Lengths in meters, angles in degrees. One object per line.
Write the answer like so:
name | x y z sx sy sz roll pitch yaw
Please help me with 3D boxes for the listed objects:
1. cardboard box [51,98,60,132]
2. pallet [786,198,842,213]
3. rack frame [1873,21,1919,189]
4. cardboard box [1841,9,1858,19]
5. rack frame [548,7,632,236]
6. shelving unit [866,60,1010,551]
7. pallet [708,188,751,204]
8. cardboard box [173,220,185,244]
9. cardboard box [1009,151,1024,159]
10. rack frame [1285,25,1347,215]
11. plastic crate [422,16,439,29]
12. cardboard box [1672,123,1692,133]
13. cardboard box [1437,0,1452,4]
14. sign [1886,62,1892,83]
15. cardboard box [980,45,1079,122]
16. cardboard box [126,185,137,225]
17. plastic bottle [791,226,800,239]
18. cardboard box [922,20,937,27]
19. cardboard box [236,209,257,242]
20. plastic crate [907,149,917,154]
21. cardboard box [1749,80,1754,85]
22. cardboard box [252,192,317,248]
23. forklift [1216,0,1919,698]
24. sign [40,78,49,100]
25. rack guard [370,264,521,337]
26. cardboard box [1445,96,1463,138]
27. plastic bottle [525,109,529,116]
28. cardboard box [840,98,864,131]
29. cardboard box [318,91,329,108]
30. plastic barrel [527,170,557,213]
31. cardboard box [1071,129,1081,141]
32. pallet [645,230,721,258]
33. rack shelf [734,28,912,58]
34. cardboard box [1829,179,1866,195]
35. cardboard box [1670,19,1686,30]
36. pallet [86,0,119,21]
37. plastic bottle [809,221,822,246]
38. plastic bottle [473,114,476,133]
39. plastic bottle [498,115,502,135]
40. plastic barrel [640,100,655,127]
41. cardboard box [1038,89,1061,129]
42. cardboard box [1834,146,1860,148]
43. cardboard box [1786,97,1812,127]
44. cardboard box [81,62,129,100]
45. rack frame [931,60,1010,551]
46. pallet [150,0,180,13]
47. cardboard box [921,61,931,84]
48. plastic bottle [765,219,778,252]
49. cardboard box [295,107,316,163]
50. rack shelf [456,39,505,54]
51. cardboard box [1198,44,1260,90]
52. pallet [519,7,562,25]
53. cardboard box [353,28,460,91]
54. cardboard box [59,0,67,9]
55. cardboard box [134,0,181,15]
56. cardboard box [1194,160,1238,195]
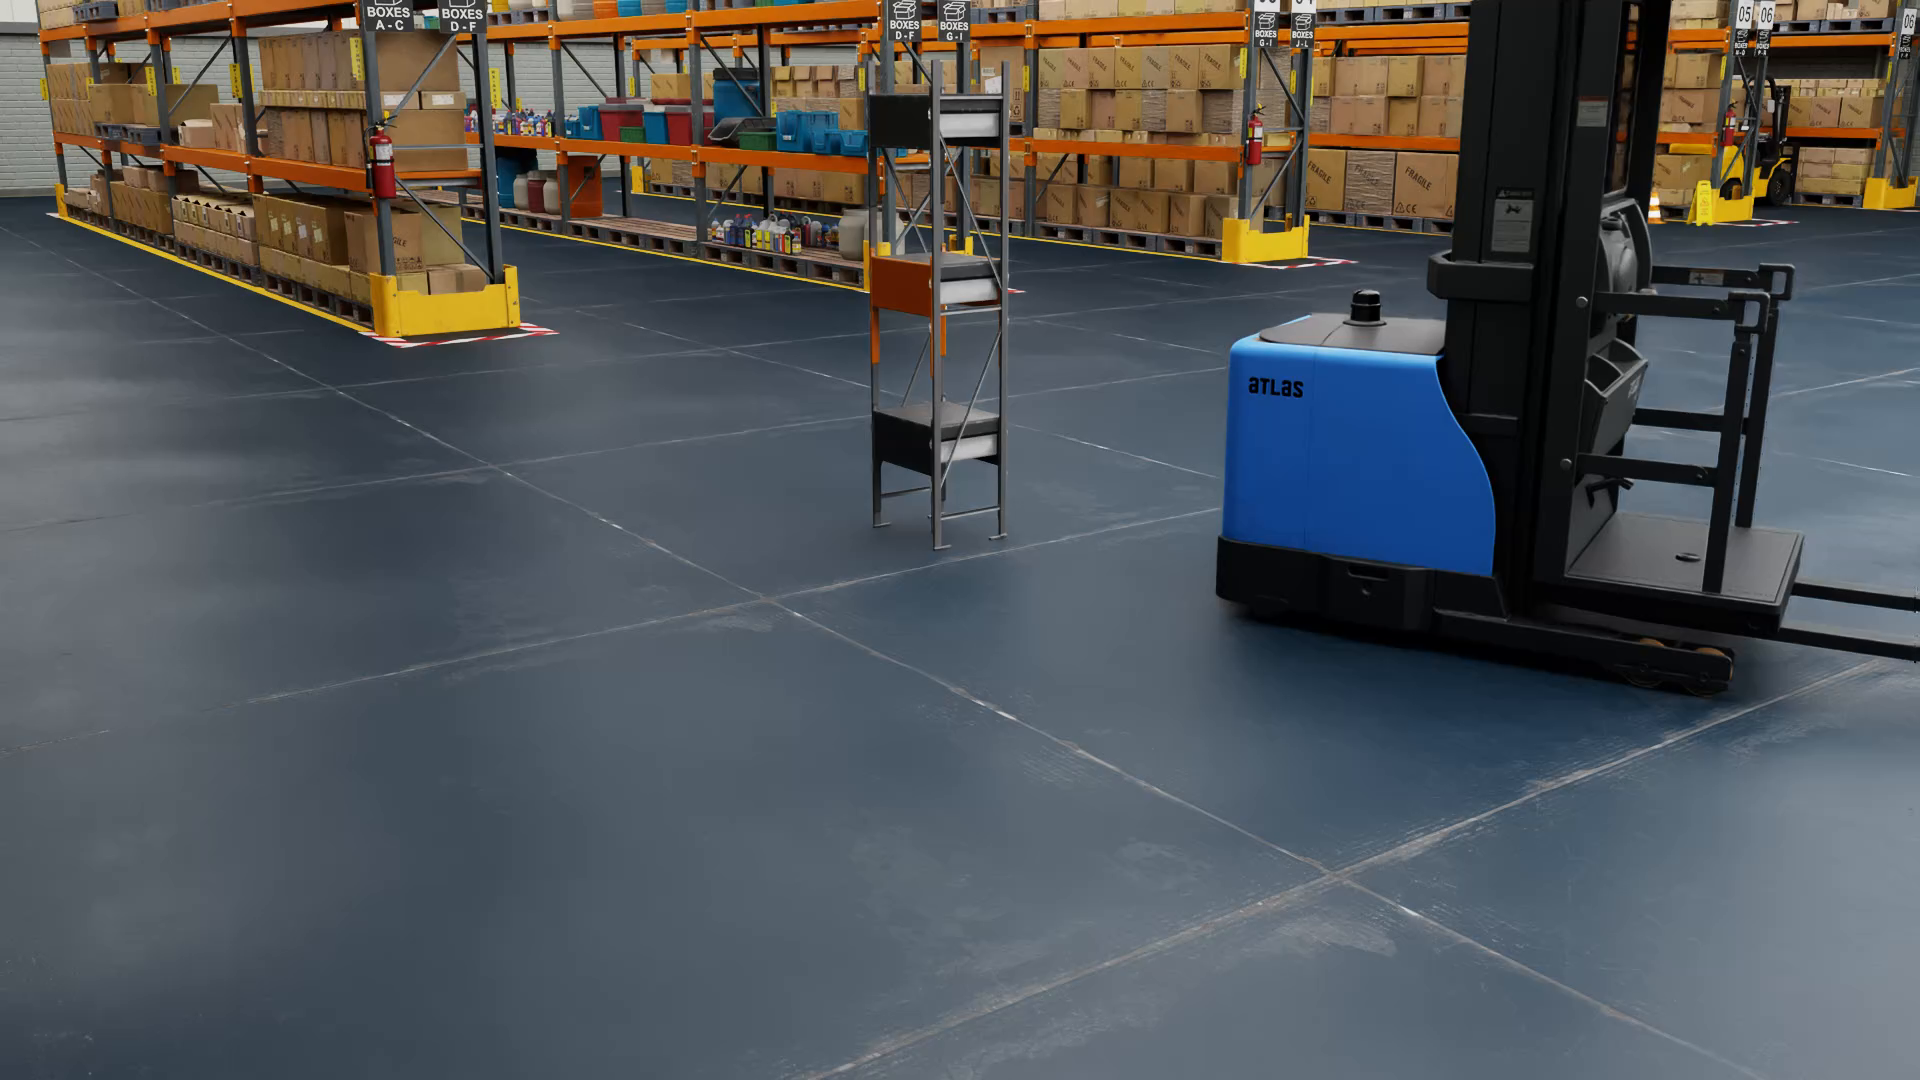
cardboard box | -13.704 -6.565 25.691 0.500 0.500 0.500 -10 18 -33
pallet | -2.148 -5.576 27.550 1.003 0.211 1.213 -11 19 -35
rack frame | 15.700 -7.082 27.770 1.000 3.000 0.127 -11 19 -35
cardboard box | 14.967 -8.788 27.812 0.380 0.149 0.250 -12 19 -36
rack frame | -5.039 -5.712 22.764 1.000 3.000 0.127 -11 19 -35
shelving unit | -0.097 -1.048 7.428 0.431 2.100 0.503 -11 19 -35
pallet | -3.768 -6.165 29.700 1.003 0.211 1.213 -11 19 -35
cardboard box | -8.978 -3.663 19.690 0.500 0.250 0.500 -11 19 -35
cardboard box | 1.223 -7.130 30.463 0.500 0.250 0.500 -10 18 -33
rack frame | 5.391 -6.375 25.186 1.000 3.000 0.127 -11 19 -35
plastic crate | -8.184 -8.077 26.040 0.416 0.233 0.300 -11 19 -35
cardboard box | 11.055 -6.273 25.290 0.380 0.149 0.250 -11 19 -35
cardboard box | 6.674 -7.333 22.496 0.380 0.149 0.250 -11 19 -35
sign | 15.253 -7.674 27.289 0.100 0.325 0.005 -11 19 -35
cardboard box | 0.965 -6.310 23.017 1.000 1.000 1.000 -11 19 -34
cardboard box | -10.702 -4.444 22.031 0.500 0.500 0.500 -11 19 -34
plastic bottle | -1.810 -3.305 18.281 0.061 0.283 0.133 -11 19 -35
cardboard box | -0.351 -7.498 23.890 0.500 0.250 0.500 -10 18 -33
cardboard box | -7.166 -3.279 17.224 0.500 0.311 0.500 -11 19 -35
plastic crate | -0.601 -4.118 17.438 0.298 0.136 0.250 -11 19 -35
cardboard box | 14.117 -8.064 29.375 0.380 0.149 0.250 -11 19 -35
cardboard box | -6.677 -3.180 16.507 0.500 0.500 0.500 -11 19 -35
forklift | 2.539 -1.041 5.826 3.031 2.935 1.130 9 18 29
sign | -14.191 -6.986 25.777 0.100 0.325 0.005 -11 19 -35
rack guard | -4.330 -2.025 14.028 1.175 0.500 0.348 -11 19 -35
cardboard box | 7.147 -5.780 22.726 0.875 0.550 0.550 -11 19 -35
plastic bottle | -6.586 -6.397 25.360 0.144 0.351 0.185 -11 19 -35
cardboard box | -1.523 -6.596 25.804 0.500 0.500 0.500 -10 18 -33
cardboard box | -5.485 -3.925 14.817 0.380 0.149 0.250 -10 18 -33
plastic barrel | -6.005 -5.095 24.280 0.600 0.588 0.708 -11 19 -35
cardboard box | 1.663 -5.257 21.576 0.380 0.149 0.250 -11 19 -35
pallet | -3.180 -3.675 20.602 1.003 0.211 1.213 -11 19 -35
rack shelf | -2.209 -8.008 26.833 1.077 0.370 4.000 -11 19 -35
cardboard box | 15.168 -6.010 28.265 0.500 0.250 0.500 -11 19 -34
cardboard box | 10.949 -7.779 25.111 0.380 0.149 0.250 -10 18 -33
pallet | -10.461 -6.783 21.352 1.213 0.211 1.003 -11 19 -35
plastic bottle | -1.680 -3.518 19.075 0.152 0.276 0.135 -10 18 -34
plastic bottle | -7.302 -6.289 25.114 0.097 0.271 0.097 0 15 0
plastic bottle | -6.700 -6.070 24.315 0.097 0.271 0.097 0 15 0
plastic barrel | -4.014 -5.490 21.739 0.421 0.512 0.421 0 15 0
cardboard box | 1.534 -5.713 22.014 0.875 0.500 0.500 -11 19 -35
cardboard box | 15.274 -6.679 28.815 0.500 0.250 0.500 -11 19 -34
cardboard box | 14.599 -7.416 28.801 0.500 0.500 0.500 -11 19 -36
cardboard box | -11.907 -6.397 23.181 0.500 0.500 0.500 -11 19 -34
rack frame | 0.046 -0.996 7.238 0.400 2.100 0.015 -11 19 -35
pallet | -8.577 -6.169 19.108 1.213 0.211 1.003 -10 18 -32
cardboard box | -0.406 -9.037 32.264 0.500 0.500 0.500 -10 18 -33
plastic bottle | -2.078 -3.385 18.446 0.144 0.351 0.185 -10 18 -32
cardboard box | -5.823 -3.825 15.680 0.700 0.500 0.500 -11 19 -34
rack shelf | -8.567 -8.093 27.144 1.077 0.370 4.000 -11 19 -35
cardboard box | 3.148 -5.526 19.436 0.500 0.500 0.500 -11 19 -35
pallet | -5.410 -7.246 23.045 1.003 0.211 1.213 -11 19 -35
cardboard box | -4.639 -4.023 13.945 0.700 0.500 0.500 -11 19 -34
cardboard box | -12.489 -7.690 23.645 0.500 0.250 0.500 -11 19 -35
cardboard box | -9.332 -6.527 19.870 0.910 0.500 0.500 -11 19 -35
cardboard box | 4.389 -5.818 26.616 1.050 0.750 0.750 -11 19 -35
